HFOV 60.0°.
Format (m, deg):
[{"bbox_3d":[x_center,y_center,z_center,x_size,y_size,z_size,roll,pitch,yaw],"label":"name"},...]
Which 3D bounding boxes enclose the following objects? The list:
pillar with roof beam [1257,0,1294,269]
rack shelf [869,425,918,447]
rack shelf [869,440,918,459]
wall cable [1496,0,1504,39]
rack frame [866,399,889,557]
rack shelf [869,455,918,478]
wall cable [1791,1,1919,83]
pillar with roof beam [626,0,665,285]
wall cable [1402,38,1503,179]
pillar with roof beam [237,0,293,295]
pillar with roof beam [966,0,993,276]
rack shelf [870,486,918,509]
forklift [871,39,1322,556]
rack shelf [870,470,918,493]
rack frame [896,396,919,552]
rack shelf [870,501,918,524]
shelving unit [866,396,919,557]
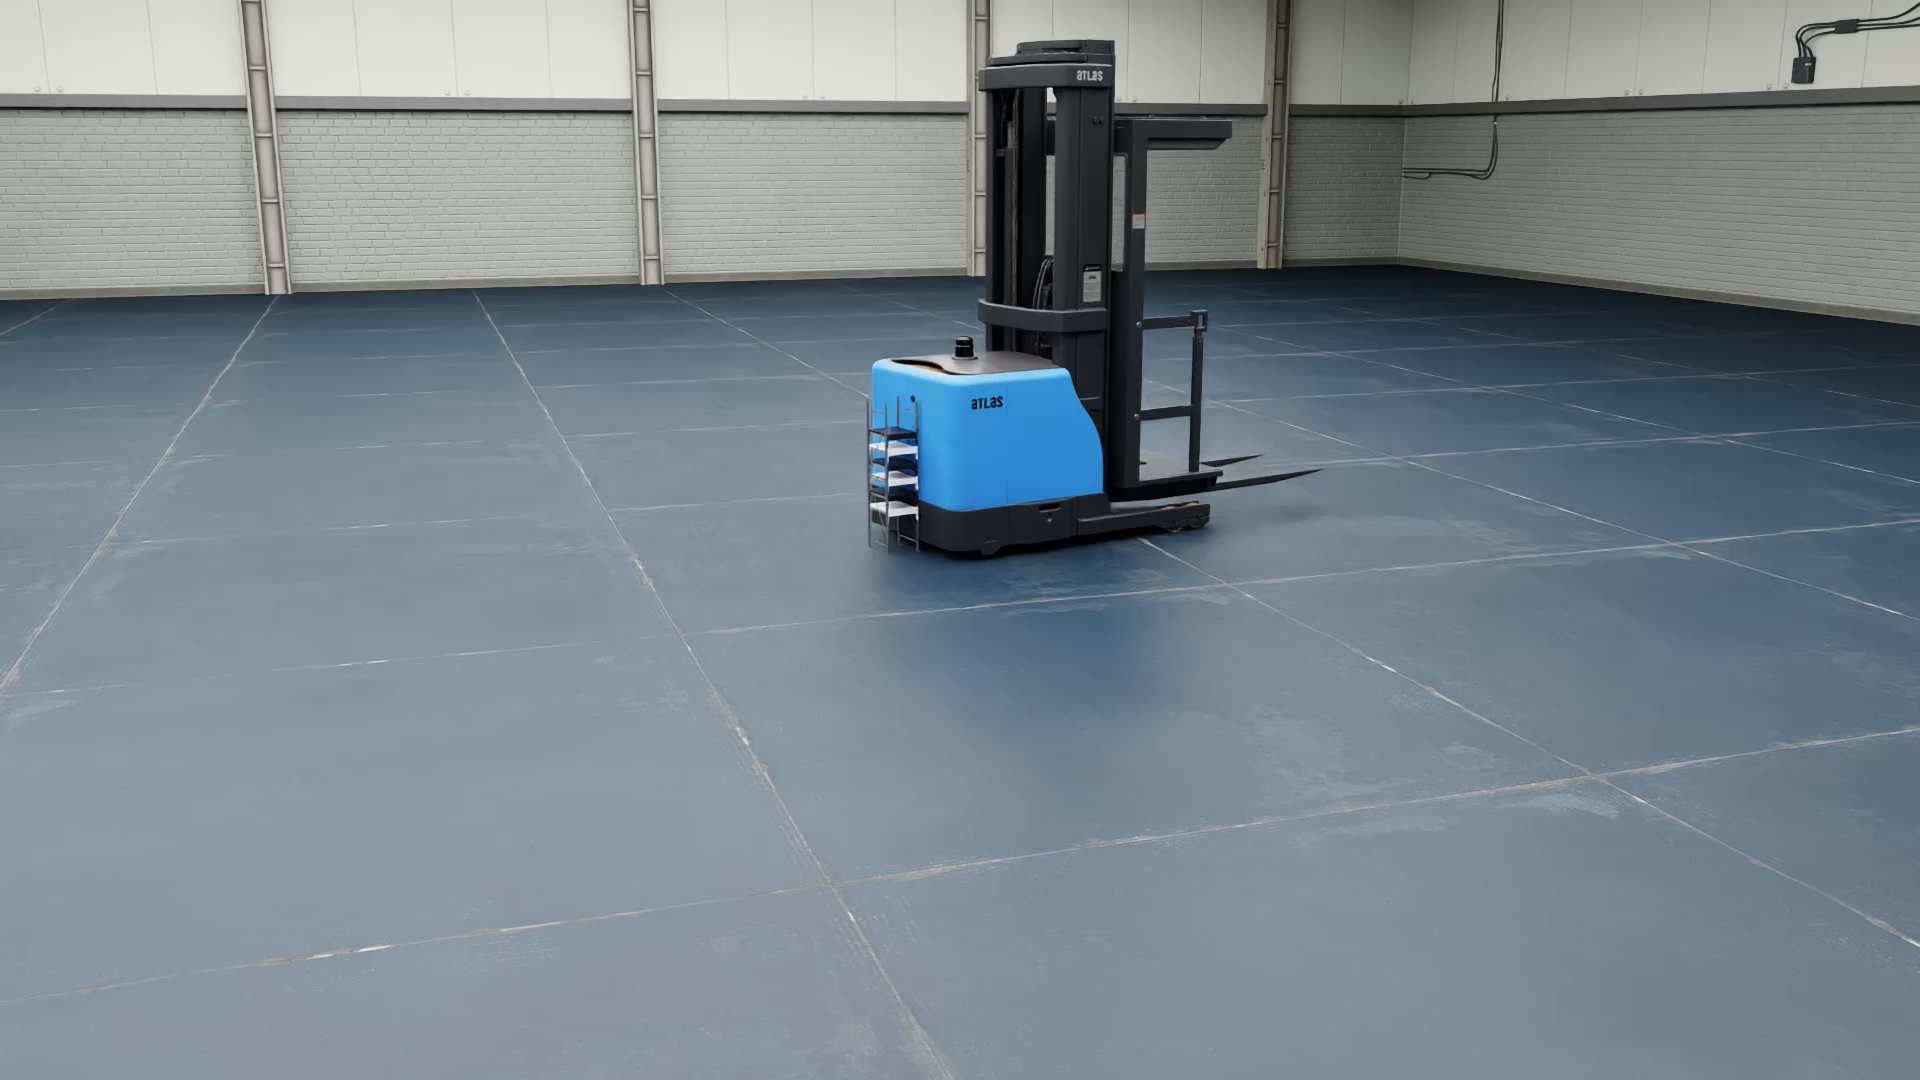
[{"bbox_3d":[7.413,-8.752,27.489,0.400,9.000,9.100,-4,14,-18],"label":"pillar with roof beam"},{"bbox_3d":[-0.397,-0.607,9.728,0.200,0.077,0.258,-8,16,-31],"label":"rack shelf"},{"bbox_3d":[-0.397,-0.520,9.749,0.200,0.077,0.258,-8,16,-31],"label":"rack shelf"},{"bbox_3d":[10.116,-9.976,28.434,0.112,2.526,3.097,-4,14,-18],"label":"wall cable"},{"bbox_3d":[-0.483,-0.365,9.731,0.006,0.900,0.240,-8,16,-31],"label":"rack frame"},{"bbox_3d":[-0.397,-0.432,9.770,0.200,0.077,0.258,-8,16,-31],"label":"rack shelf"},{"bbox_3d":[12.266,-9.194,22.001,0.169,6.003,2.305,-4,14,-18],"label":"wall cable"},{"bbox_3d":[-3.961,-7.866,23.766,0.400,9.000,9.100,-4,14,-18],"label":"pillar with roof beam"},{"bbox_3d":[9.254,-8.113,31.513,0.112,2.526,3.097,-4,14,-18],"label":"wall cable"},{"bbox_3d":[-9.647,-7.423,21.904,0.400,9.000,9.100,-4,14,-18],"label":"pillar with roof beam"},{"bbox_3d":[1.726,-8.309,25.627,0.400,9.000,9.100,-4,14,-18],"label":"pillar with roof beam"},{"bbox_3d":[-0.397,-0.257,9.811,0.200,0.077,0.258,-8,16,-31],"label":"rack shelf"},{"bbox_3d":[0.974,-1.566,10.394,3.031,2.935,1.130,-8,16,-31],"label":"forklift"},{"bbox_3d":[-0.397,-0.345,9.791,0.200,0.077,0.258,-8,16,-31],"label":"rack shelf"},{"bbox_3d":[-0.311,-0.389,9.835,0.006,0.900,0.240,-8,16,-31],"label":"rack frame"},{"bbox_3d":[-0.397,-0.169,9.832,0.200,0.077,0.258,-8,16,-31],"label":"rack shelf"},{"bbox_3d":[-0.397,-0.377,9.783,0.210,0.900,0.258,-8,16,-31],"label":"shelving unit"}]
